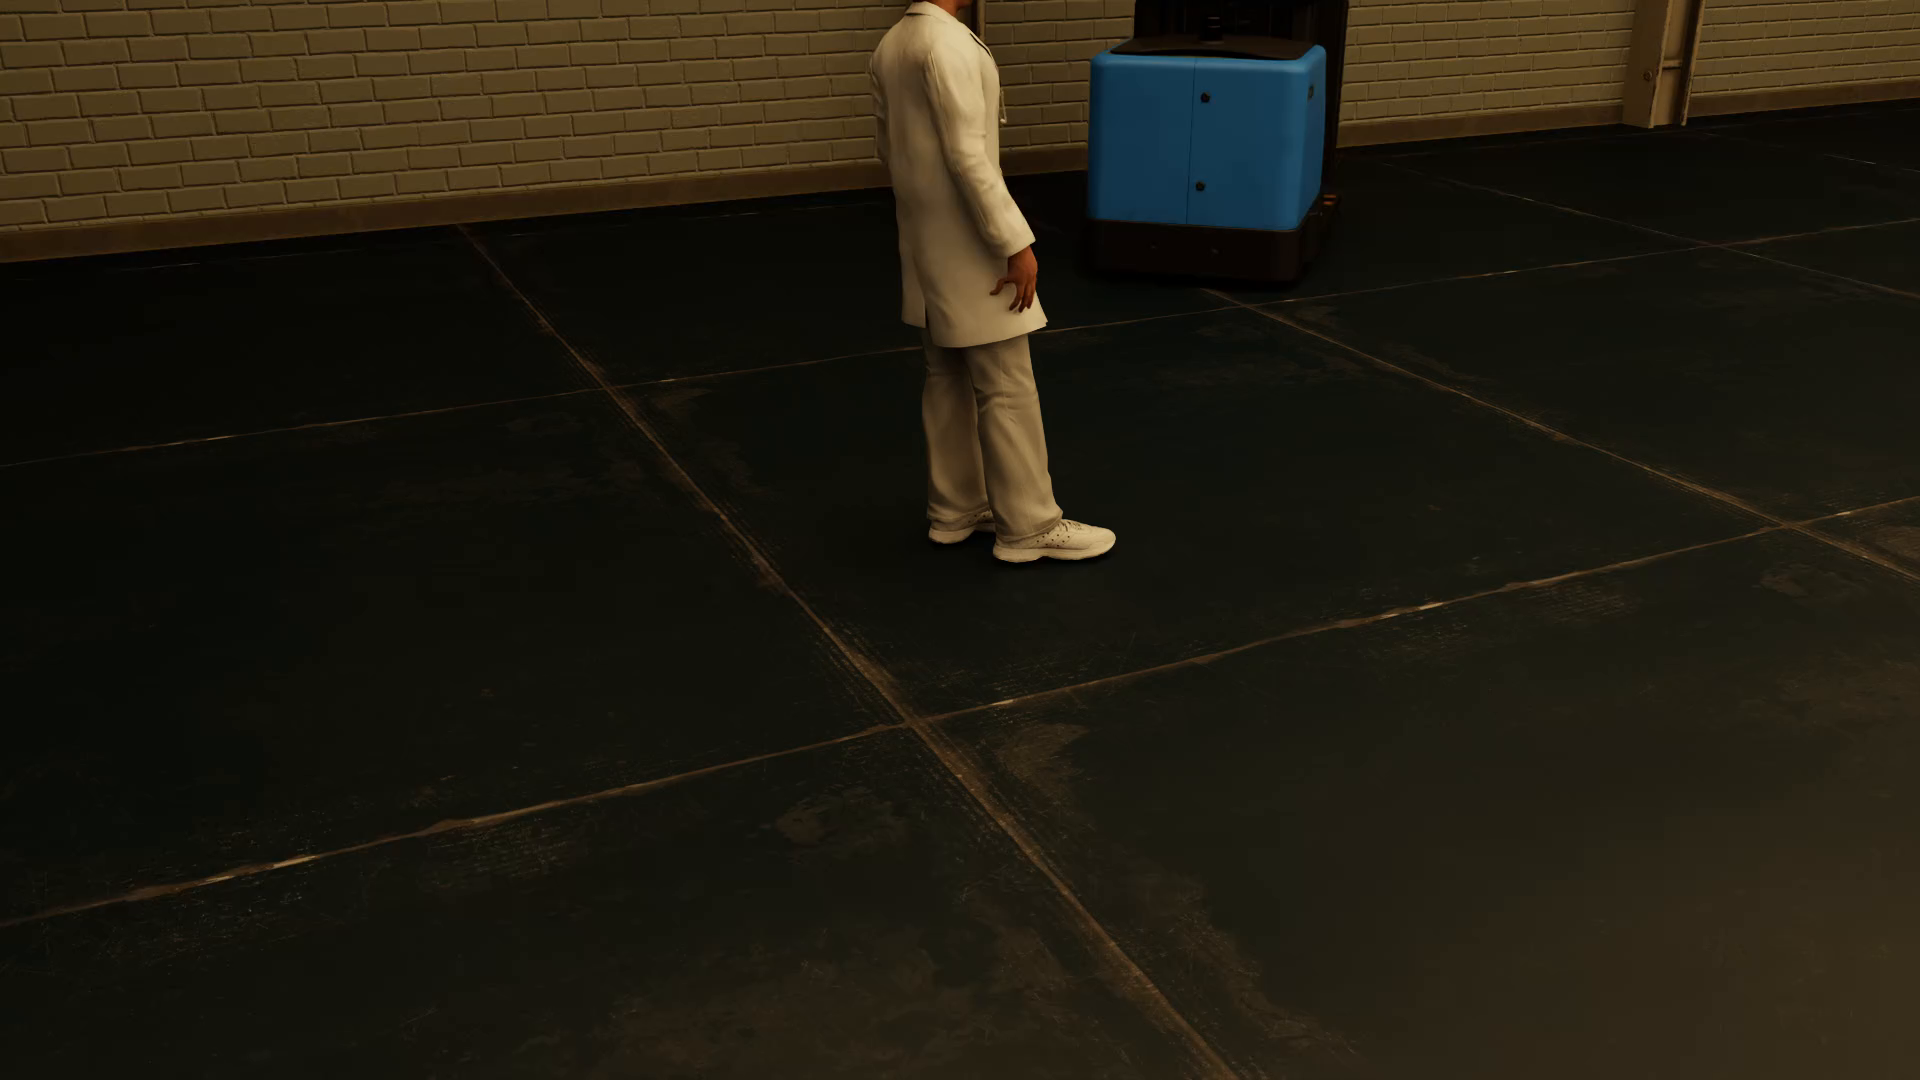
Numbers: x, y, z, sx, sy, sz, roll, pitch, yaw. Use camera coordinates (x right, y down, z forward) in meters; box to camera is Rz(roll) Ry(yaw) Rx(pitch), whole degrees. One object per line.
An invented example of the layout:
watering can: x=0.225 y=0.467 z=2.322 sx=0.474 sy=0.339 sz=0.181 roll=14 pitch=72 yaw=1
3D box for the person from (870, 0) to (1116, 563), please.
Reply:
person: x=0.084 y=-0.840 z=4.794 sx=0.581 sy=1.775 sz=0.694 roll=-10 pitch=25 yaw=-23

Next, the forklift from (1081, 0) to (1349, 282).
forklift: x=1.529 y=-3.112 z=8.777 sx=1.130 sy=2.935 sz=3.031 roll=7 pitch=24 yaw=16
